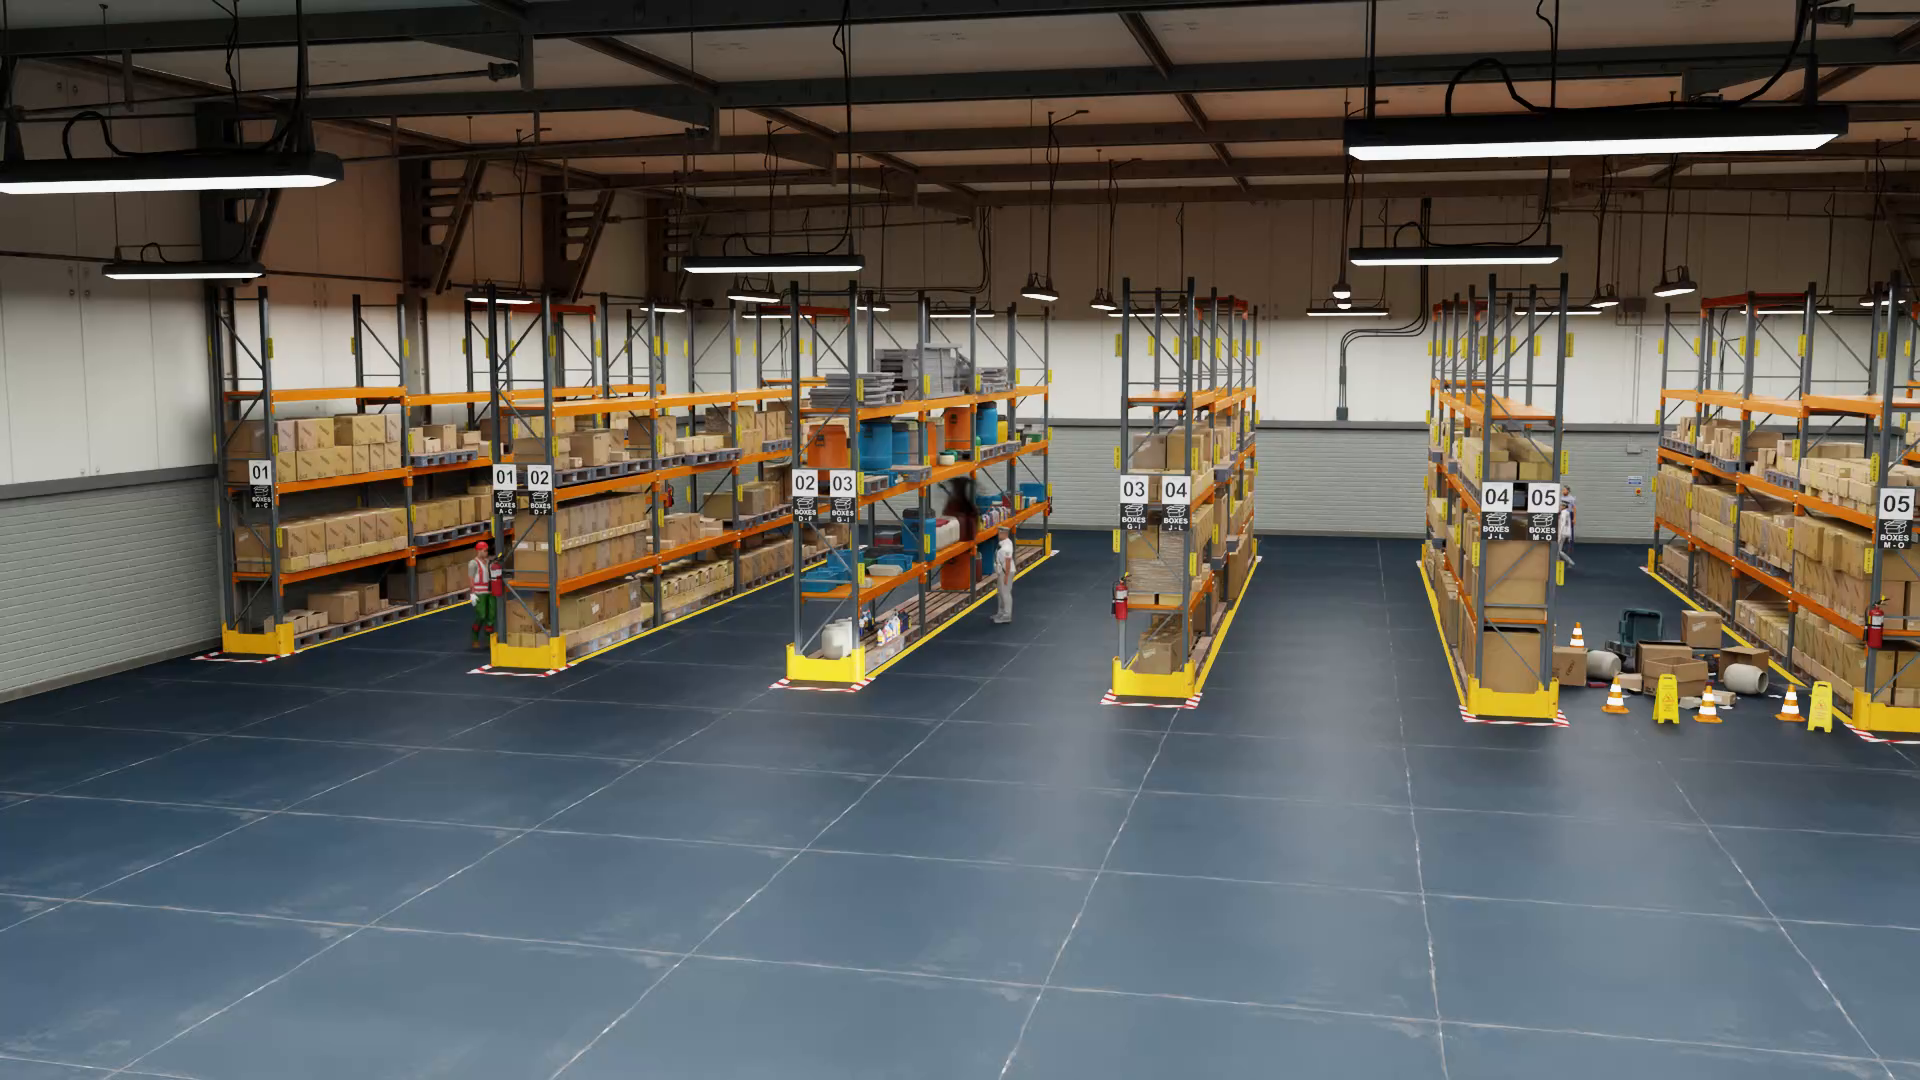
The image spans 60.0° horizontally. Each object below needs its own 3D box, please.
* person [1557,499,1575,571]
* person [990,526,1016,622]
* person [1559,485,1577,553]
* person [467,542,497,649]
[{"bbox_3d":[13.578,-0.104,37.287,0.547,1.636,0.837,-4,8,-30],"label":"person"},{"bbox_3d":[0.791,0.618,30.569,0.463,1.747,0.595,-1,7,-5],"label":"person"},{"bbox_3d":[15.005,-0.525,41.160,0.494,1.655,0.476,3,7,27],"label":"person"},{"bbox_3d":[-7.978,0.933,27.965,0.437,1.821,0.575,4,8,33],"label":"person"}]
